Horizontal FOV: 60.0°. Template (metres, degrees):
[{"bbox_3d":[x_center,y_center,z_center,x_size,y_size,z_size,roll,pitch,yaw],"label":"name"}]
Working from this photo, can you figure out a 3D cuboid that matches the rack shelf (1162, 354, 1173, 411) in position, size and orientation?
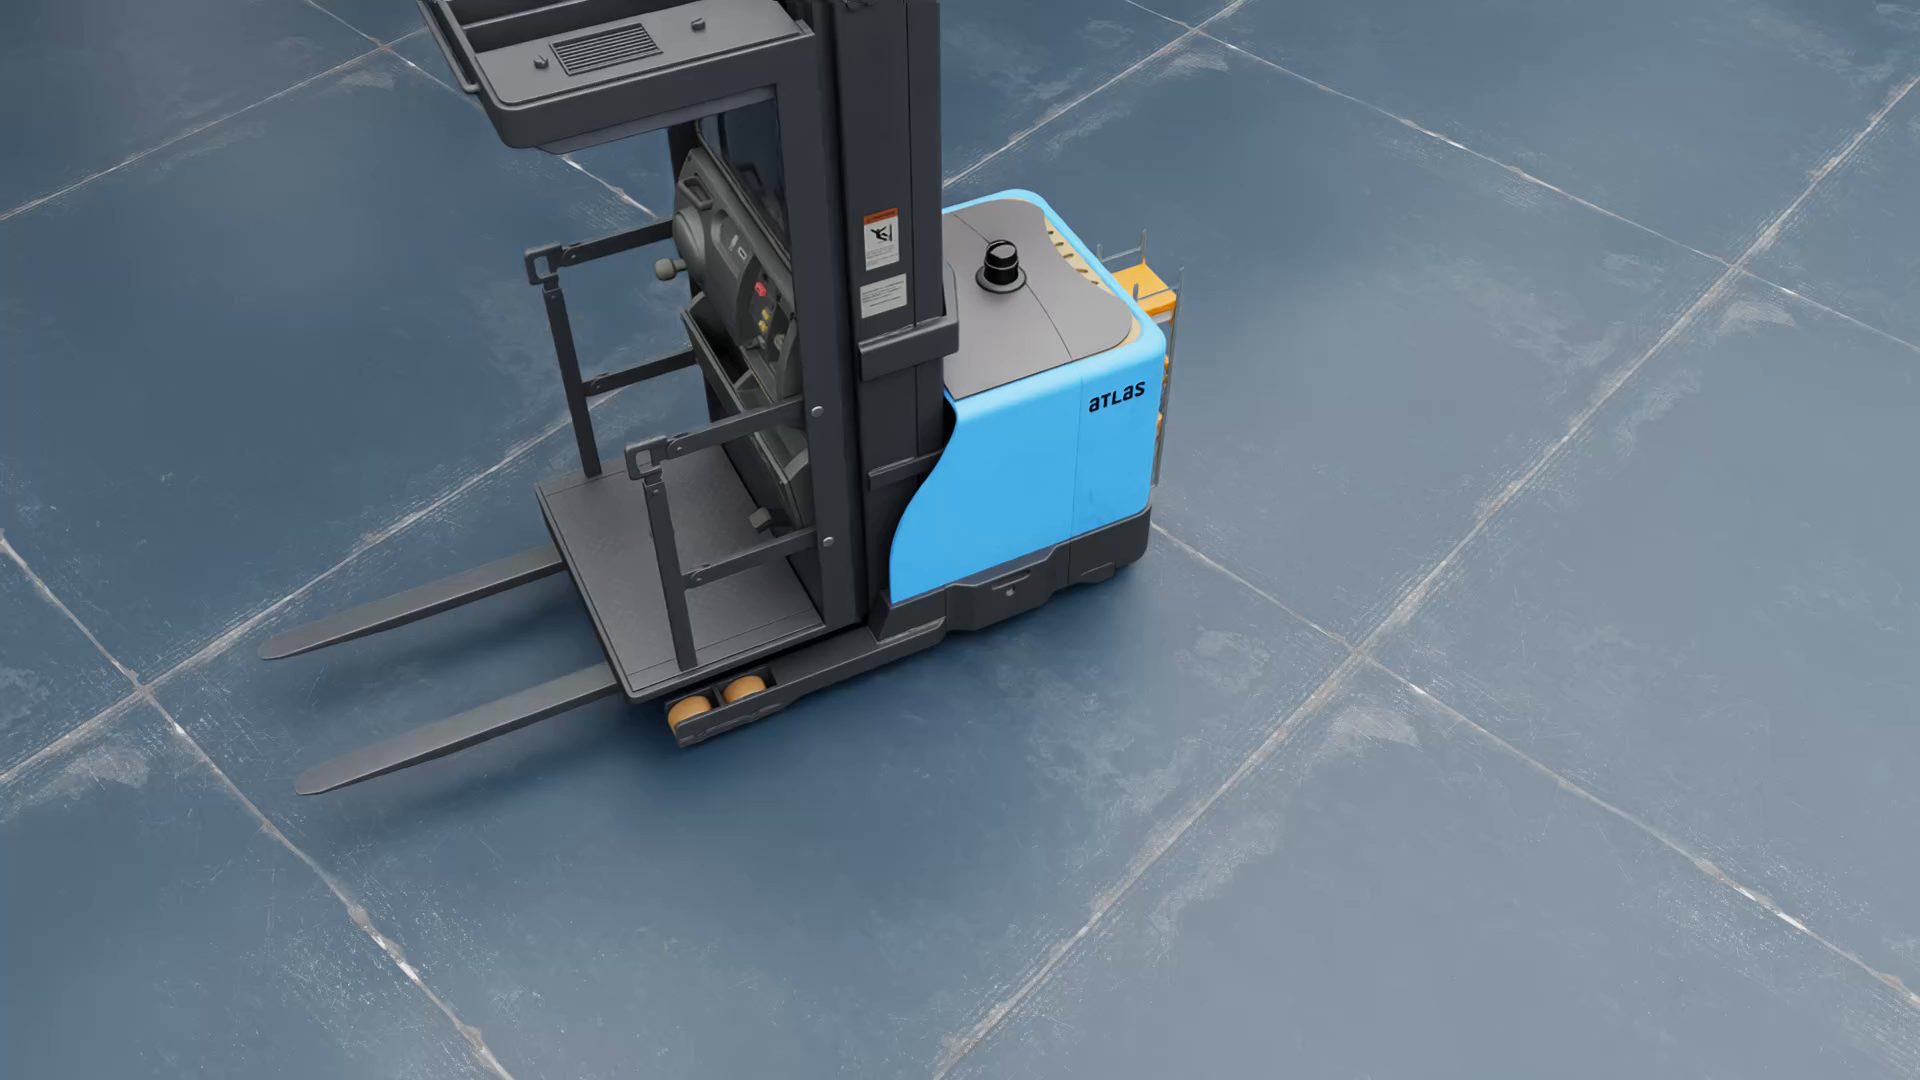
[{"bbox_3d":[0.622,-0.609,6.116,0.215,0.259,0.240,-21,50,-18],"label":"rack shelf"}]

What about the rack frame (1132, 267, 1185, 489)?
[{"bbox_3d":[0.678,-0.537,6.034,0.200,1.050,0.008,-21,50,-18],"label":"rack frame"}]

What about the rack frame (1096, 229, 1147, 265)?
[{"bbox_3d":[0.566,-0.696,6.183,0.200,1.050,0.008,-21,50,-18],"label":"rack frame"}]

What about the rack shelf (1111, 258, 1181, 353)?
[{"bbox_3d":[0.622,-0.803,5.910,0.215,0.259,0.240,-21,50,-18],"label":"rack shelf"}]

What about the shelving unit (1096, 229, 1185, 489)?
[{"bbox_3d":[0.622,-0.616,6.109,0.215,1.050,0.252,-21,50,-18],"label":"shelving unit"}]

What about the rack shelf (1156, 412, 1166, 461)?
[{"bbox_3d":[0.622,-0.419,6.319,0.215,0.259,0.240,-21,50,-18],"label":"rack shelf"}]

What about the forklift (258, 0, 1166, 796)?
[{"bbox_3d":[-0.863,-0.761,4.954,3.031,2.935,1.130,-20,50,-18],"label":"forklift"}]
